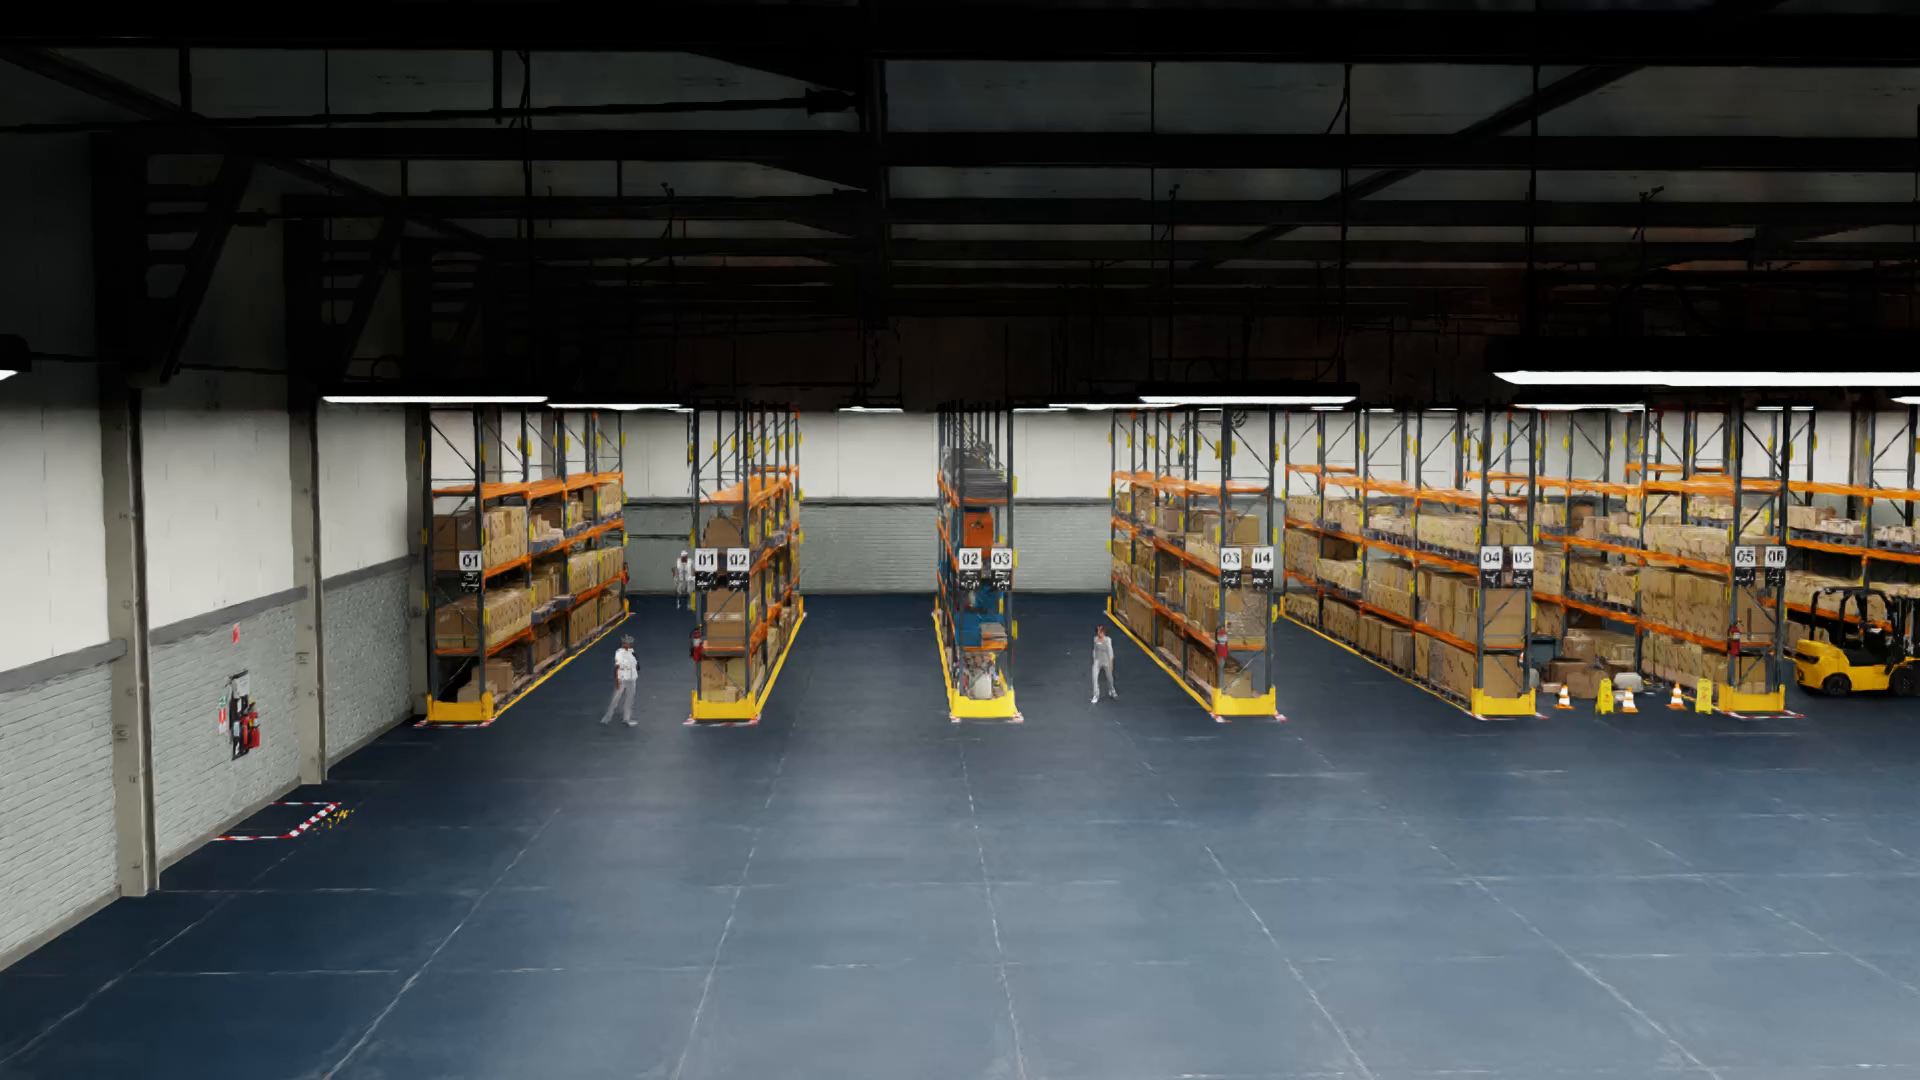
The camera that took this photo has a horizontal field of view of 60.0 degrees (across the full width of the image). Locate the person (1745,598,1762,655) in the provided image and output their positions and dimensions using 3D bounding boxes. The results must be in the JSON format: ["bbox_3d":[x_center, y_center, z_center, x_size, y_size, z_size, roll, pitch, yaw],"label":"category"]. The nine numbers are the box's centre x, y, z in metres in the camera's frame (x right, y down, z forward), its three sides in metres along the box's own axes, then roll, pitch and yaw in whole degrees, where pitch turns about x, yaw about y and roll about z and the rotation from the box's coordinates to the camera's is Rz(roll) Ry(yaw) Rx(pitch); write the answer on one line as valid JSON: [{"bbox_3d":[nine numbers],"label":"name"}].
[{"bbox_3d":[18.080,1.996,38.033,0.547,1.652,0.558,2,5,25],"label":"person"}]

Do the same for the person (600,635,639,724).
[{"bbox_3d":[-6.272,2.577,30.594,0.505,1.663,0.673,4,6,43],"label":"person"}]

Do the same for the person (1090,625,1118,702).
[{"bbox_3d":[2.868,2.431,33.166,0.462,1.531,0.866,2,5,19],"label":"person"}]

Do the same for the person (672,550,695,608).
[{"bbox_3d":[-8.097,1.160,48.802,0.690,1.735,0.549,0,4,-4],"label":"person"}]
